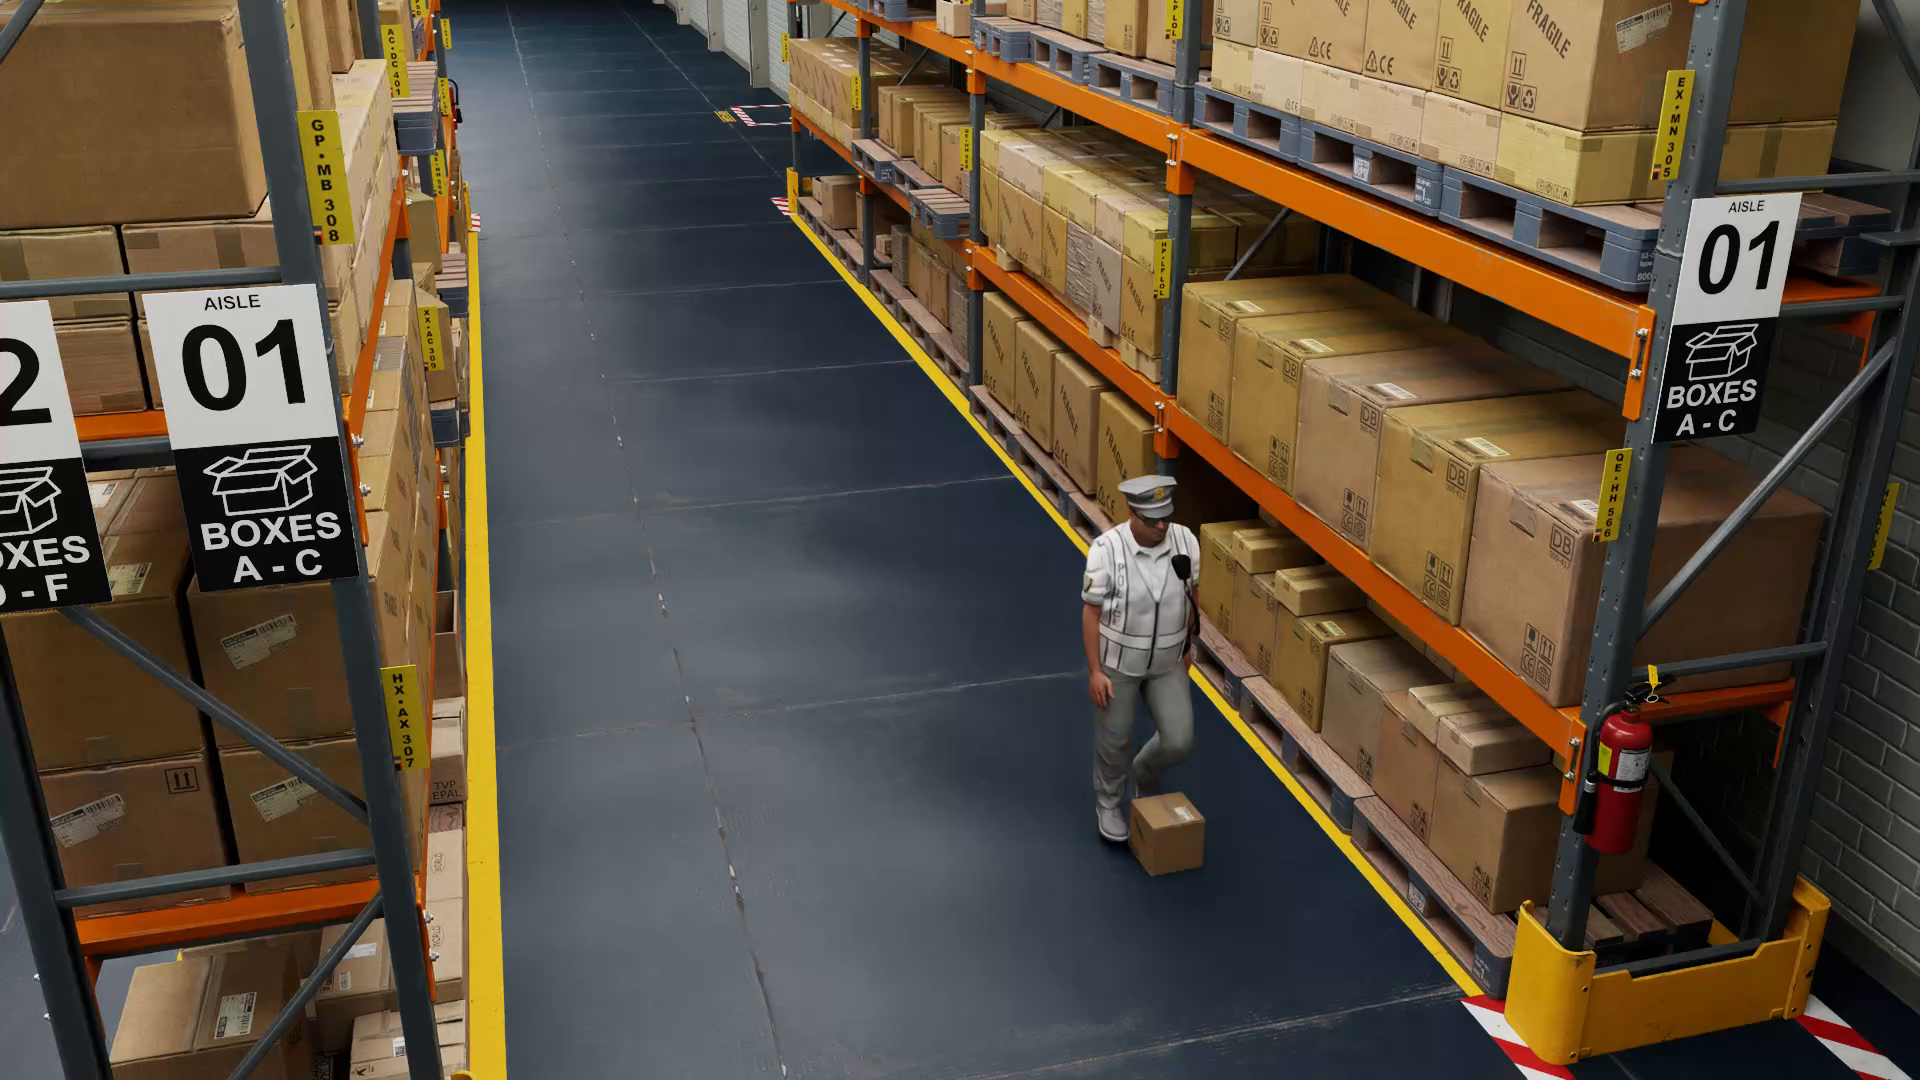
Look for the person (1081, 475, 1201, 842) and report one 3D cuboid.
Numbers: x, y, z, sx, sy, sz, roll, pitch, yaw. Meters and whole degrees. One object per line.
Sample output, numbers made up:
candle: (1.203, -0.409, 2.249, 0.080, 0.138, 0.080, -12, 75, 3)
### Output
person: (0.789, 0.531, 7.316, 0.549, 1.777, 0.462, -5, 23, -11)
